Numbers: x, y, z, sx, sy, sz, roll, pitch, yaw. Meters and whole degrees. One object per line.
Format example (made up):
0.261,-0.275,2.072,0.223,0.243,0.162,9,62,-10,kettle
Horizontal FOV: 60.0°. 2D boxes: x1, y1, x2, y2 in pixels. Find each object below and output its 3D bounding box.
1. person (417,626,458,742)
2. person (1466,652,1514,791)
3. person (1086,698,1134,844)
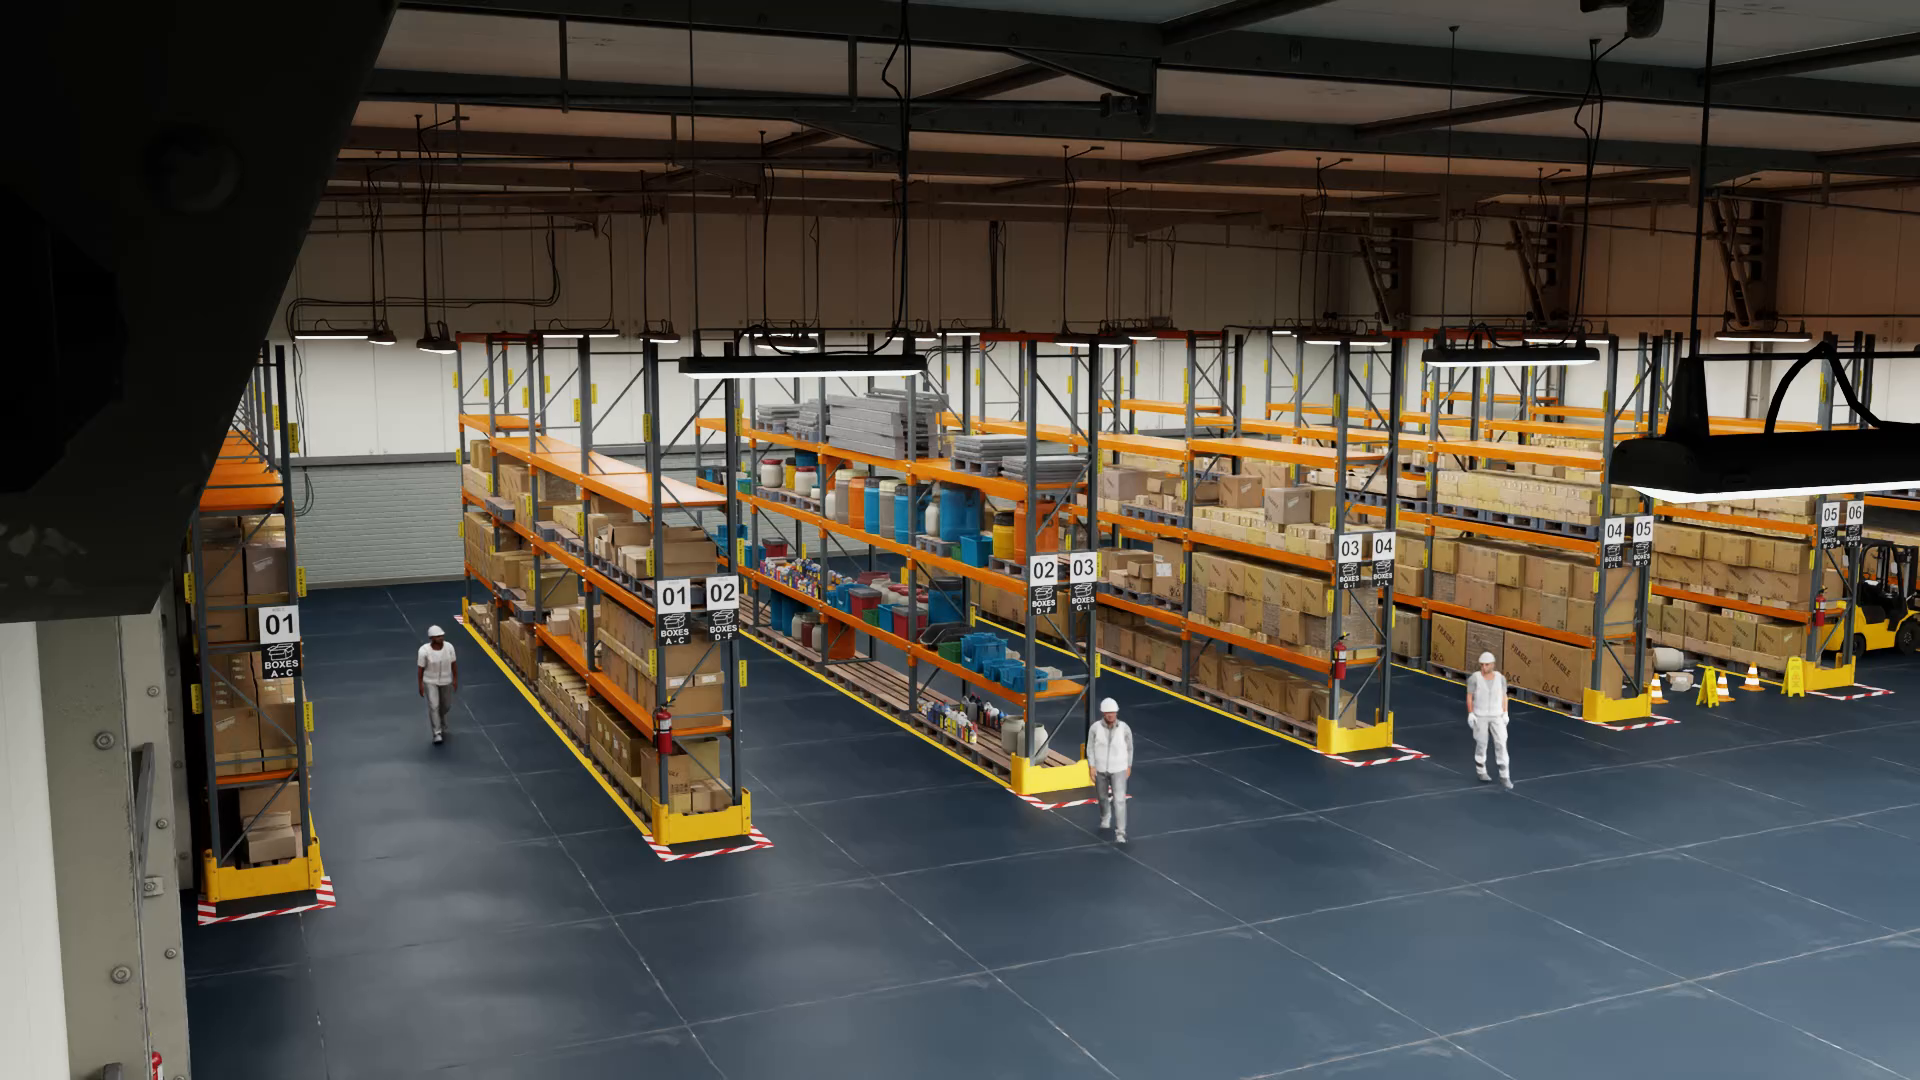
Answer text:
-7.852,2.113,24.994,0.580,1.724,0.979,-4,9,-27,person
7.180,2.428,22.507,0.614,1.800,0.602,1,8,8,person
1.807,2.760,20.126,0.559,1.708,1.063,2,8,14,person
